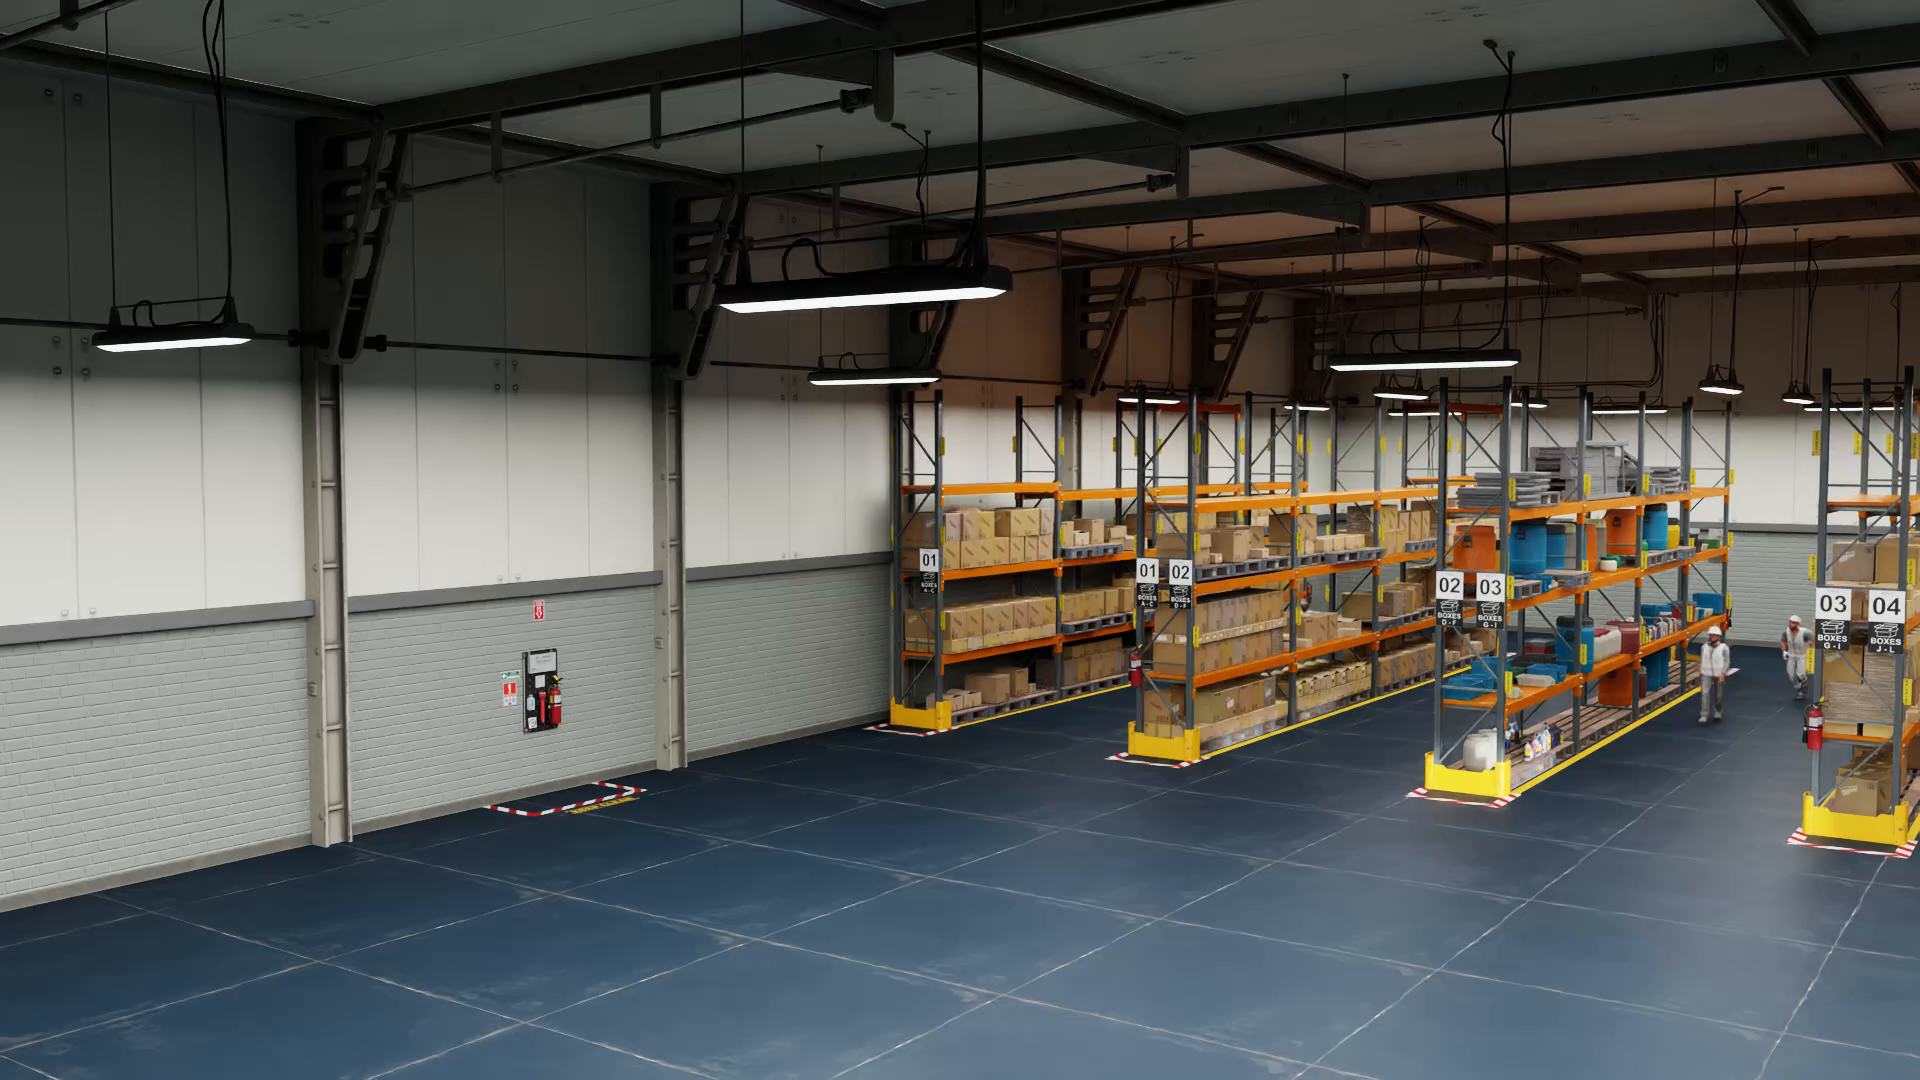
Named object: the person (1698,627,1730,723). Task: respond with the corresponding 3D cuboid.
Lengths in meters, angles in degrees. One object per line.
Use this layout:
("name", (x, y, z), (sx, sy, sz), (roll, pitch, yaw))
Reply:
("person", (13.646, 2.423, 30.060), (0.504, 1.704, 1.058), (2, 4, 25))

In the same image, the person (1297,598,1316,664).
("person", (7.644, 2.097, 36.812), (0.472, 1.628, 1.021), (2, 4, 32))

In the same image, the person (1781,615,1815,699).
("person", (16.581, 2.316, 32.868), (0.696, 1.684, 0.644), (3, 5, 45))
